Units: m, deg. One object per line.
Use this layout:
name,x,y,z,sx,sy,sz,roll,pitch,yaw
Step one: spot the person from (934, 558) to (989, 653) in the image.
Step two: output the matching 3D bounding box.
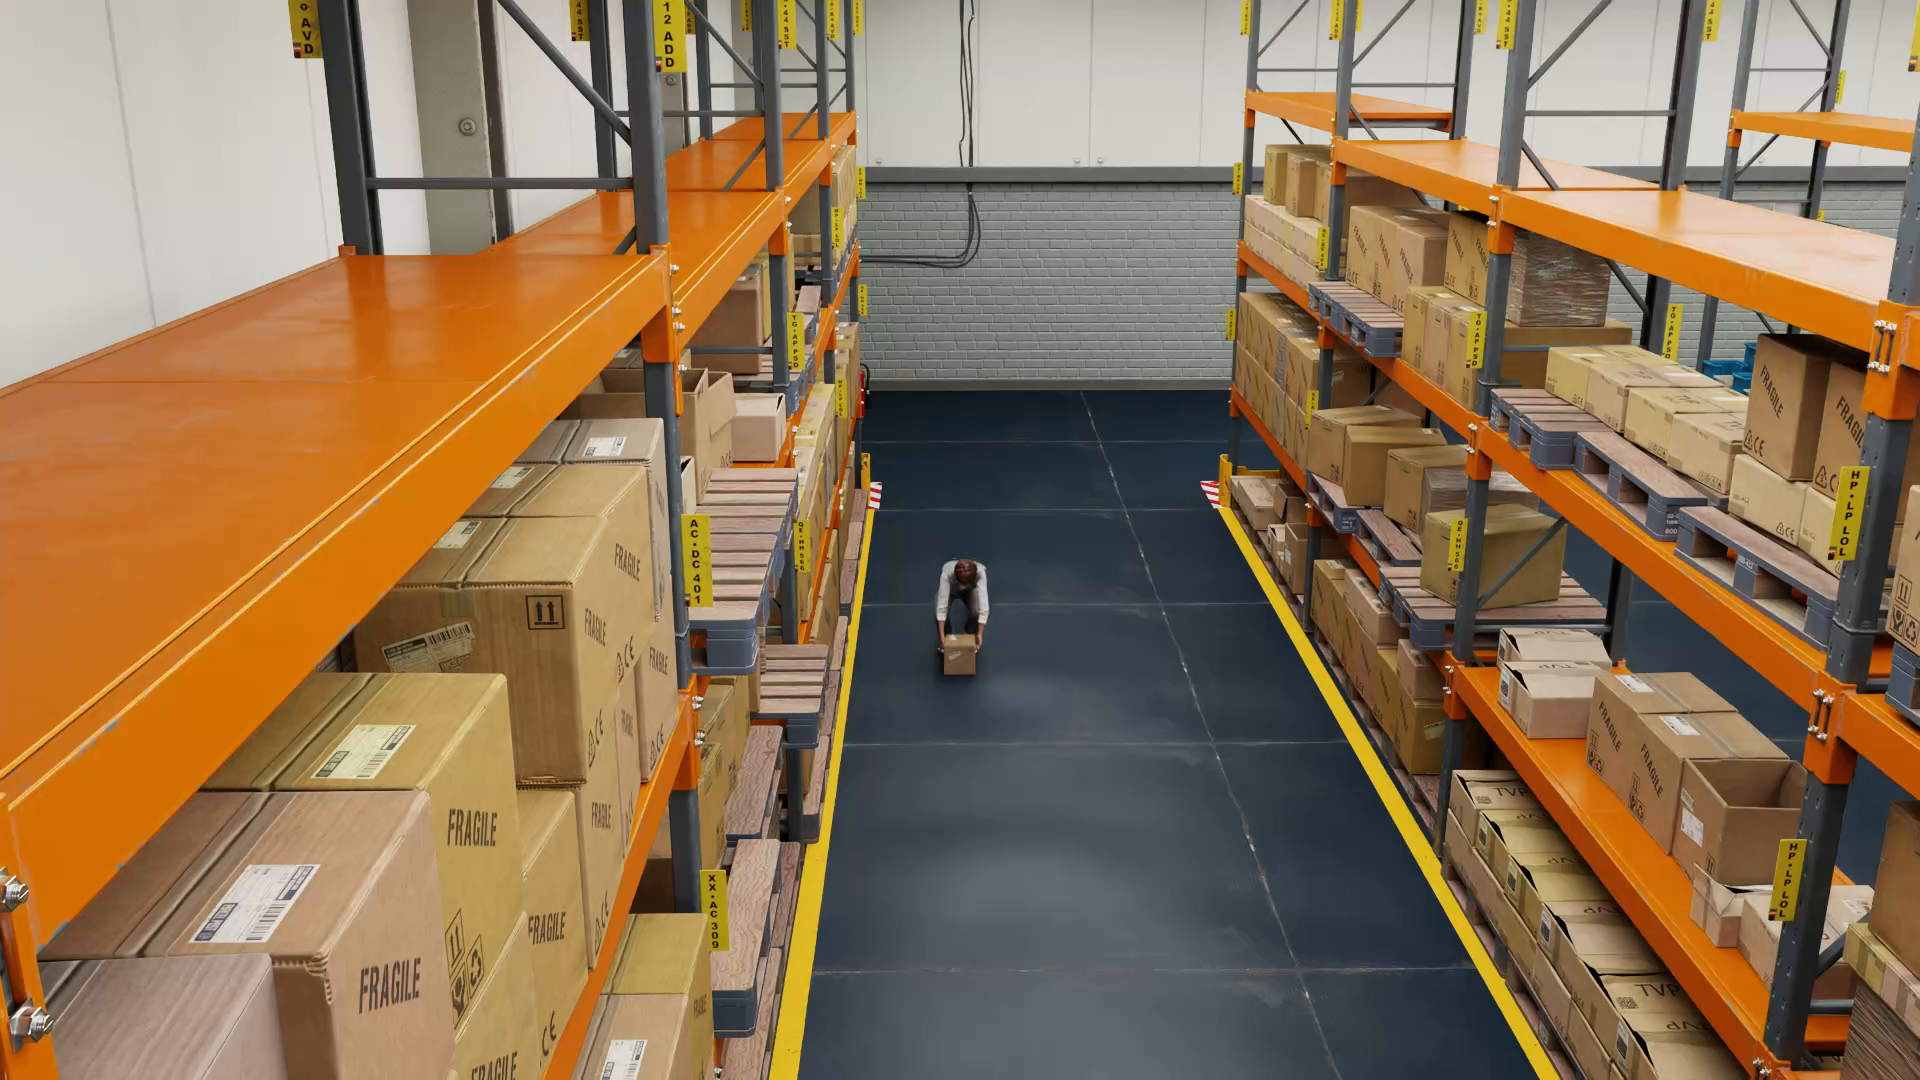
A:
person,0.009,0.504,13.616,0.449,0.898,0.792,0,17,0
